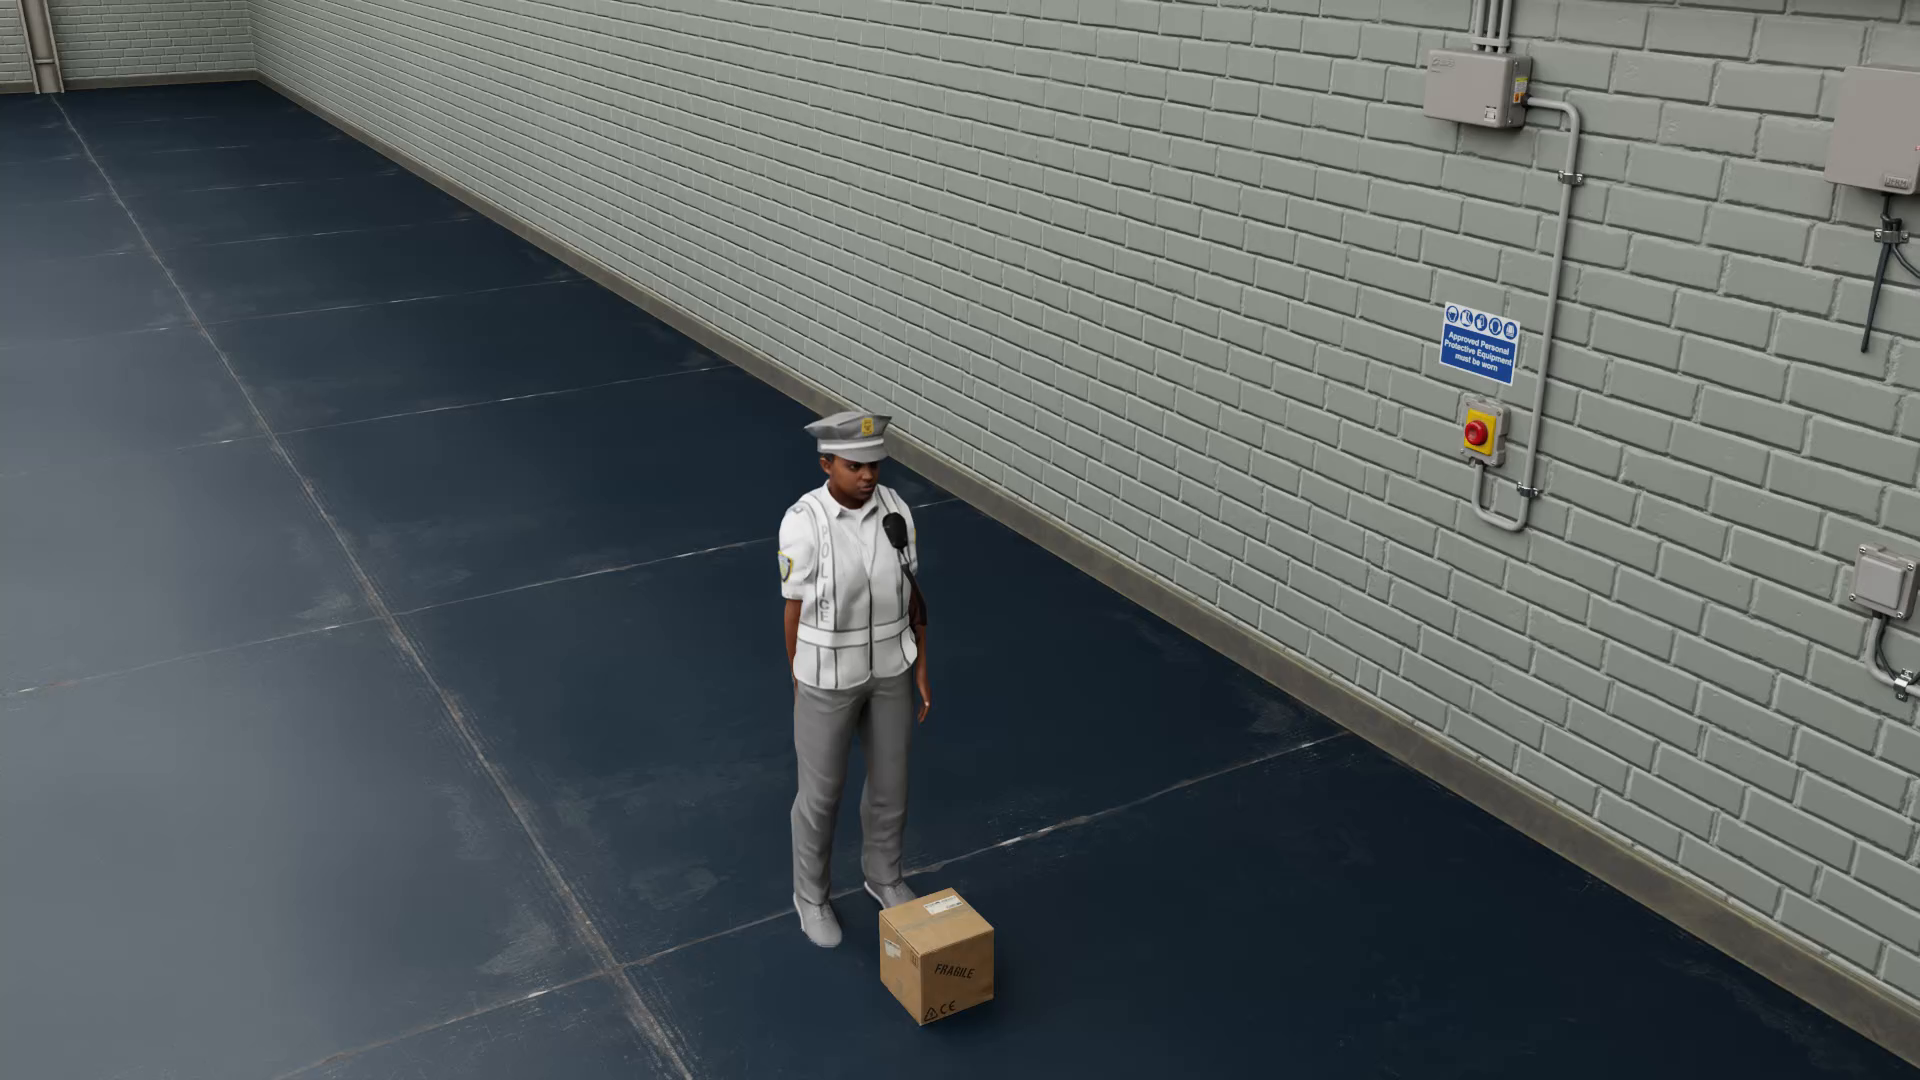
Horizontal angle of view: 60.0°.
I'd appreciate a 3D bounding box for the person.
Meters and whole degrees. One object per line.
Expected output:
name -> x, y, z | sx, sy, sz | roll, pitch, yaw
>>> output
person -> -0.307, 0.426, 5.042 | 0.452, 1.716, 0.351 | -12, 25, -27
